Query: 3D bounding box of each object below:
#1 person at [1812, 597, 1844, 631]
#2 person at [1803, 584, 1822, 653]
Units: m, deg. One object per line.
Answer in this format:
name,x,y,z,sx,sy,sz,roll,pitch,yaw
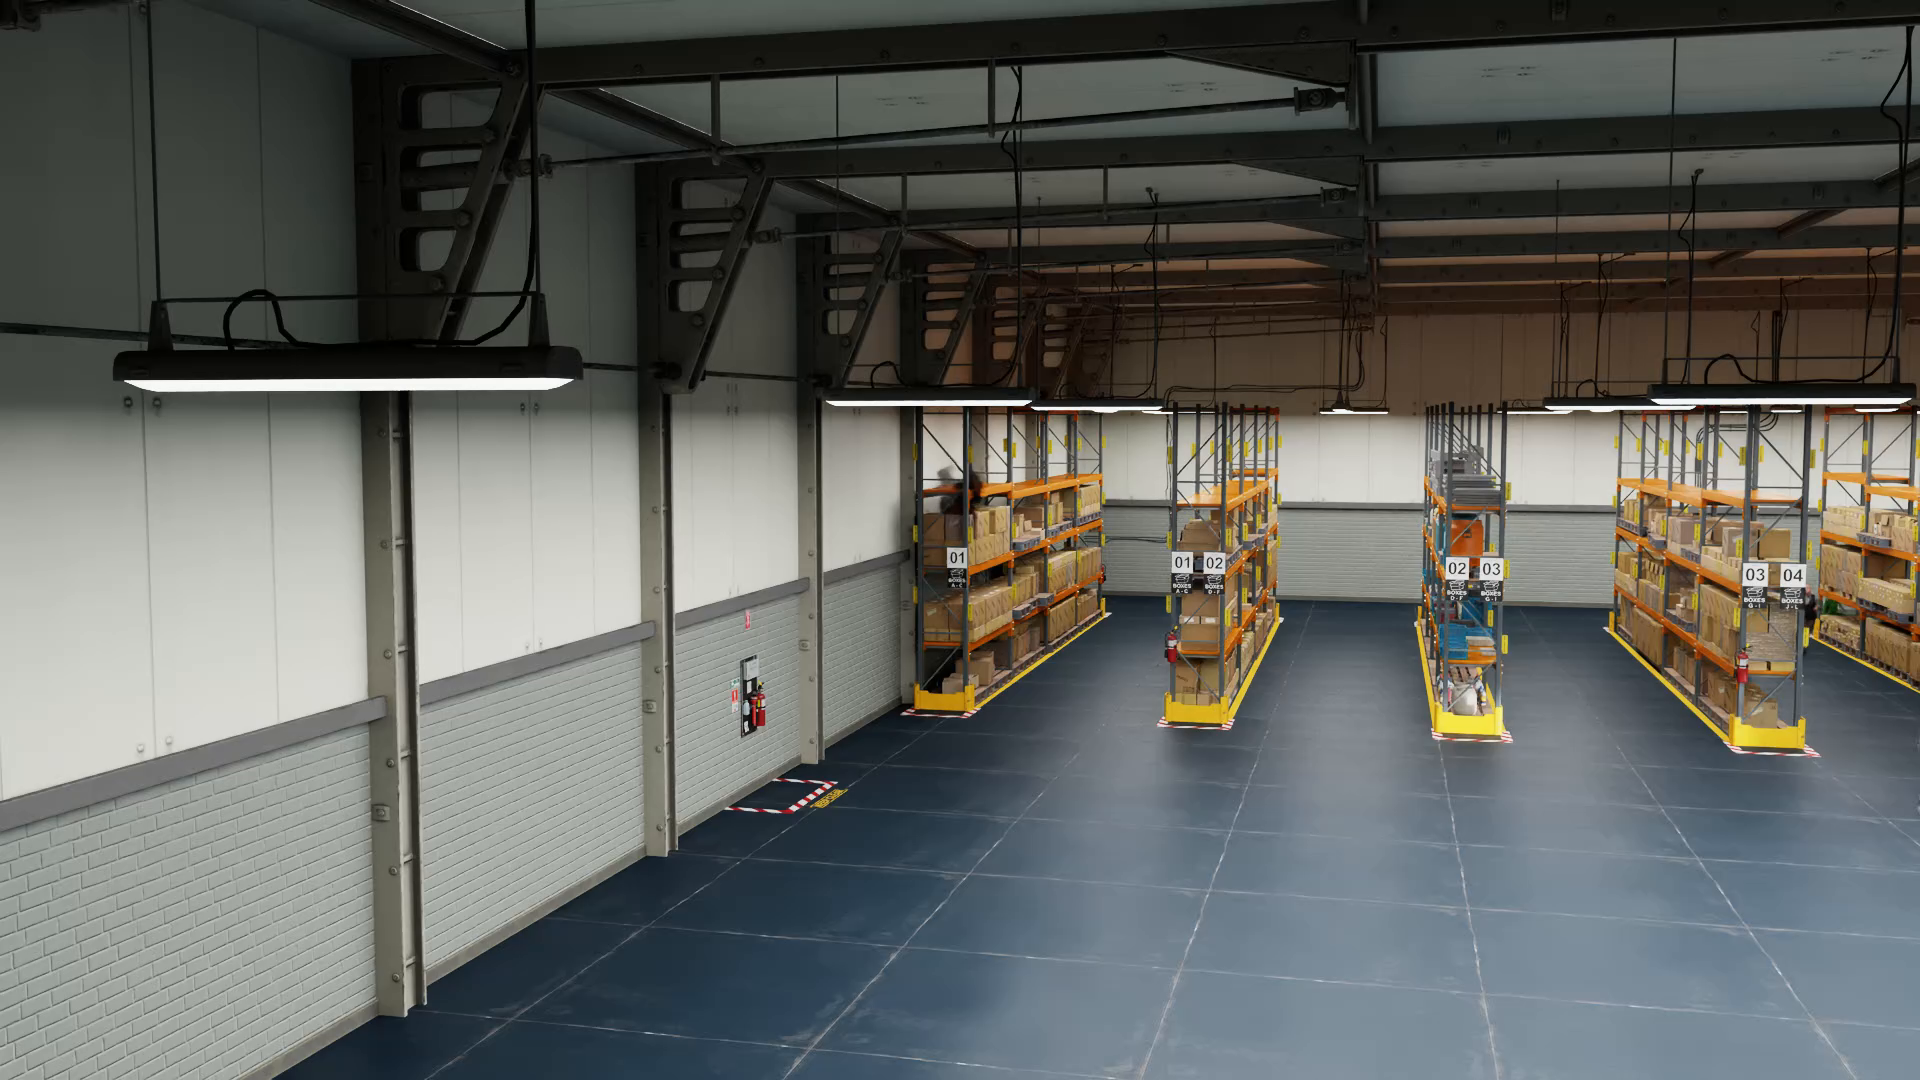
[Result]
person,23.185,1.568,44.140,0.933,1.789,0.650,1,4,17
person,20.298,1.940,39.858,0.627,1.765,0.739,1,4,14
